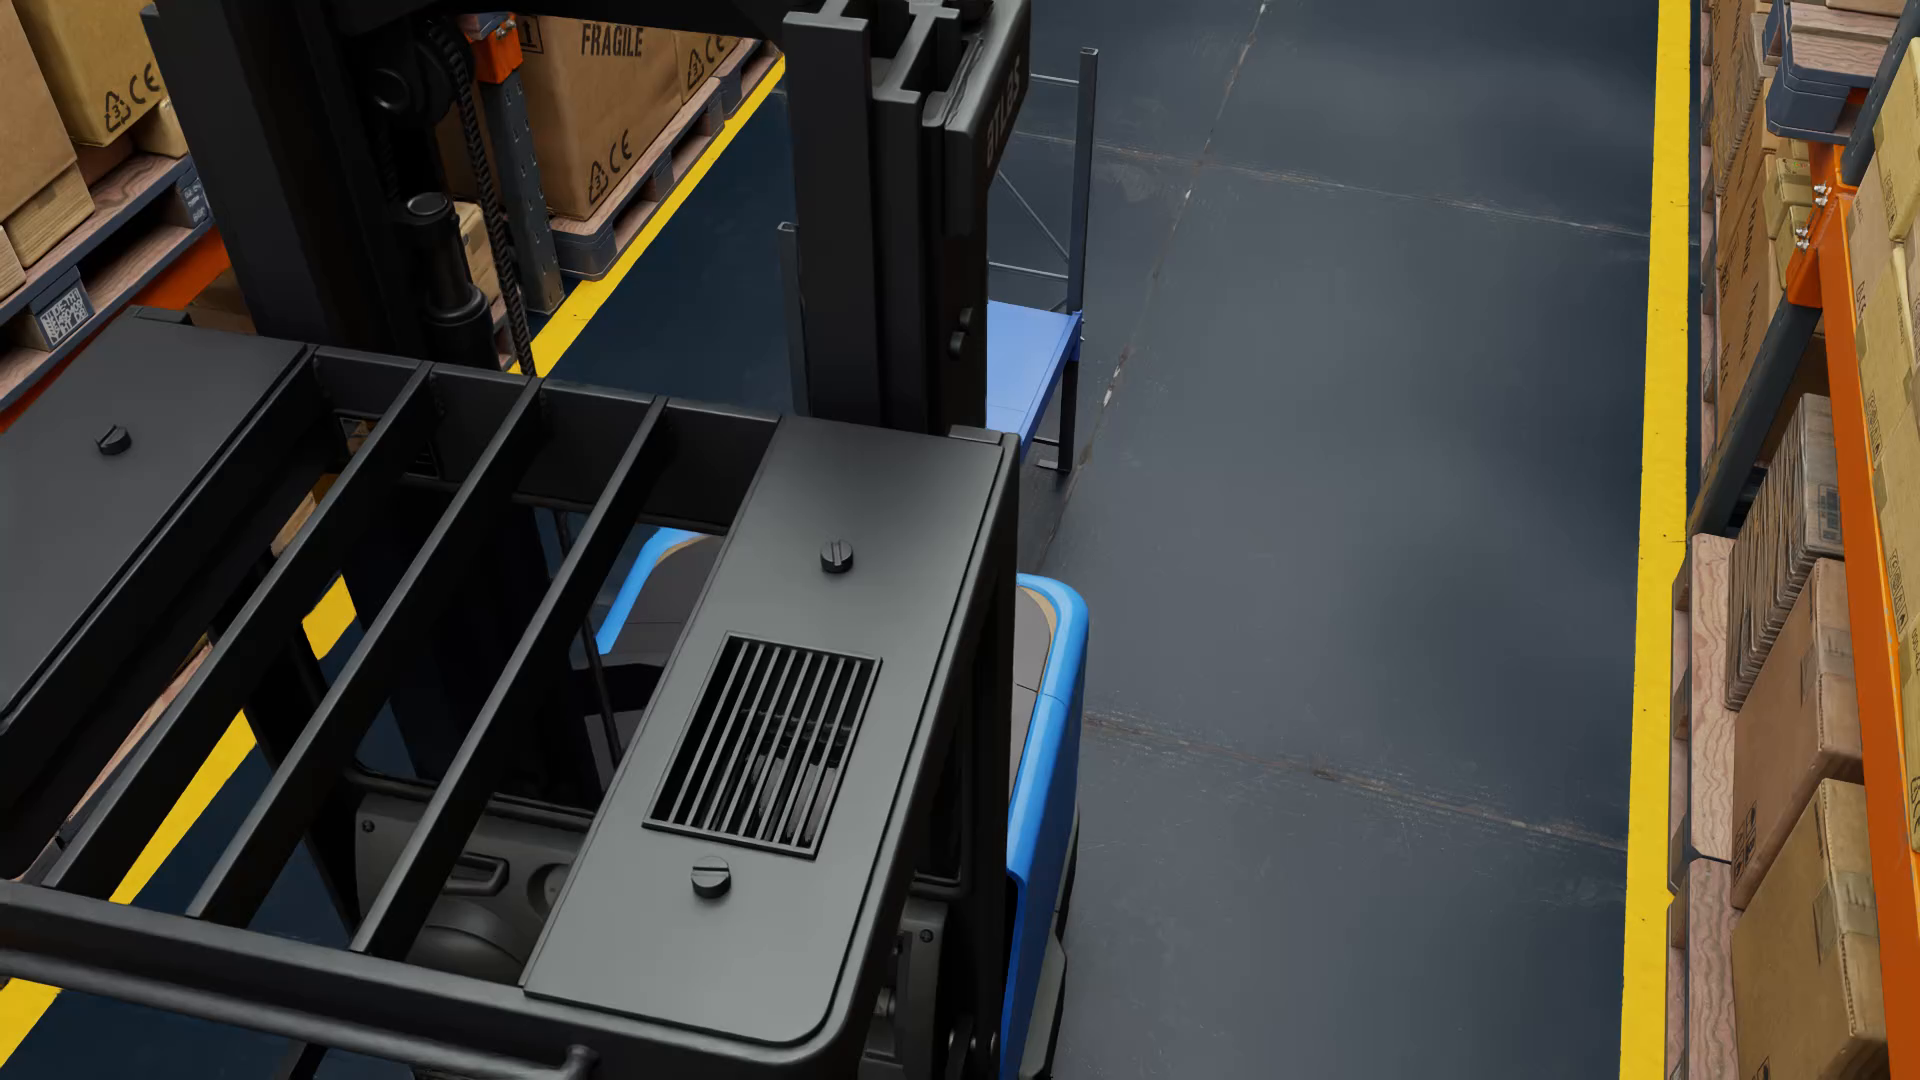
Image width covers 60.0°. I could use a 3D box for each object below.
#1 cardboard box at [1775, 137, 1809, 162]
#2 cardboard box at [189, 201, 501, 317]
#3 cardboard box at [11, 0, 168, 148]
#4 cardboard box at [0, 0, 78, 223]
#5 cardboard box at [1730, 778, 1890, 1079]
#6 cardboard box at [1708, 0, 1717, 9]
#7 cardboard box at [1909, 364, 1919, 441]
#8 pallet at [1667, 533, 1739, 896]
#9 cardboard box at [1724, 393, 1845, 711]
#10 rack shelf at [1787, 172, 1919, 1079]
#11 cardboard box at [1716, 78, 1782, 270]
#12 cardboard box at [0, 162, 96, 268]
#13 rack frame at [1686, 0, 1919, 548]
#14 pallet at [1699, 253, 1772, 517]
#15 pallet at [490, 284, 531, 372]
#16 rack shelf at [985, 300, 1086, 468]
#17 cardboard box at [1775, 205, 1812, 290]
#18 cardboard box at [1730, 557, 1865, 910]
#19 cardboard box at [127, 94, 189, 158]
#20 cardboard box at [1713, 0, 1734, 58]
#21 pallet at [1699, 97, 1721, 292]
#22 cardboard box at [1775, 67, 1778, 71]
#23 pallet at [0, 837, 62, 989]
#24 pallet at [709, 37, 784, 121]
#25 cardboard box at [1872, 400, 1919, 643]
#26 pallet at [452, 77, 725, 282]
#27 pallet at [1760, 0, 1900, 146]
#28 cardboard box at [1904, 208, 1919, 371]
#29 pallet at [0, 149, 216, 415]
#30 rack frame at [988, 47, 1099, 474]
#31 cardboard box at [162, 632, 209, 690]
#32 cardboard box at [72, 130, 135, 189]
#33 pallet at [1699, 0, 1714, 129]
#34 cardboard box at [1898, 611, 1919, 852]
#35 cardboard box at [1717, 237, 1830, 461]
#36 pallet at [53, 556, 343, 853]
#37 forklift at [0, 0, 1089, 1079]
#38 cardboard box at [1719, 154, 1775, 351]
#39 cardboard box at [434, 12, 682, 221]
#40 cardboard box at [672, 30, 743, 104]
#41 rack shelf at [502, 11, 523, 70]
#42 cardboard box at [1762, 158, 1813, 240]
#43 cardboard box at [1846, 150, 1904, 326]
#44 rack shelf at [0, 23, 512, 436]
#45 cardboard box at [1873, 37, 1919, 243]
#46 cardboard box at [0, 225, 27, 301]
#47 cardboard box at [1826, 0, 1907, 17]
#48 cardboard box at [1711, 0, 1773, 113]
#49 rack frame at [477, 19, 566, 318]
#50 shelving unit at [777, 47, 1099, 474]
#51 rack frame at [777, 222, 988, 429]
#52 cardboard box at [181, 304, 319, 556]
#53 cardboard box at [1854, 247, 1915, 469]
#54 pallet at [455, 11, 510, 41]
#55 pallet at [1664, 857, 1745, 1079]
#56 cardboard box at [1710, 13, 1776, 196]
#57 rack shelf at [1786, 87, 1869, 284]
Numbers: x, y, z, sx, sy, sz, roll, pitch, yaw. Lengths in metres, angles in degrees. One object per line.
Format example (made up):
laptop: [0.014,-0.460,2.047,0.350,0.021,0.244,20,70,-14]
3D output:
cardboard box: [2.859,-1.209,5.364,0.380,0.149,0.250,11,45,11]
cardboard box: [-2.136,-0.868,5.571,0.950,0.372,0.625,10,45,10]
cardboard box: [-2.126,-1.278,3.827,0.500,0.500,0.500,10,45,10]
cardboard box: [-2.292,-0.915,3.456,0.500,0.500,0.500,11,45,11]
cardboard box: [2.180,1.015,3.466,0.875,0.625,0.625,11,45,11]
cardboard box: [3.627,-2.631,7.281,0.500,0.500,0.500,14,46,14]
cardboard box: [2.081,-0.185,3.045,0.500,0.250,0.500,11,46,11]
pallet: [2.490,0.554,4.533,1.003,0.211,1.213,13,46,13]
cardboard box: [2.574,0.129,4.372,0.875,0.625,0.625,14,46,14]
rack shelf: [2.171,0.607,2.999,1.077,0.370,4.000,13,46,13]
cardboard box: [3.017,-1.248,5.867,0.500,0.500,0.500,14,46,14]
cardboard box: [-2.224,-0.774,3.776,0.380,0.149,0.250,11,45,11]
rack frame: [2.776,-0.983,4.110,1.000,3.000,0.127,13,46,13]
pallet: [3.038,-0.476,5.585,1.003,0.211,1.213,13,46,13]
pallet: [-2.194,-0.515,5.625,1.003,0.211,1.213,13,46,13]
rack shelf: [-0.026,-0.351,4.793,0.538,0.185,1.000,13,46,13]
cardboard box: [2.684,-0.854,5.002,0.380,0.149,0.250,10,45,11]
cardboard box: [2.384,0.566,3.925,0.875,0.625,0.625,14,46,14]
cardboard box: [-2.030,-1.100,4.109,0.380,0.149,0.250,13,46,13]
cardboard box: [3.475,-2.274,6.916,0.500,0.500,0.500,12,46,12]
pallet: [3.410,-1.286,6.414,1.003,0.211,1.213,13,46,13]
cardboard box: [3.113,-1.732,5.899,0.380,0.149,0.250,11,45,11]
pallet: [-2.933,1.112,3.963,1.003,0.211,1.213,13,46,13]
pallet: [-1.274,-2.355,7.506,1.003,0.211,1.213,13,46,13]
cardboard box: [2.103,-0.006,3.219,0.500,0.250,0.500,11,45,11]
pallet: [-1.645,-1.545,6.678,1.003,0.211,1.213,13,46,13]
pallet: [2.915,-1.381,4.654,1.213,0.211,1.003,13,46,13]
cardboard box: [2.256,-0.531,3.397,0.500,0.250,0.500,14,46,14]
pallet: [-2.516,-0.635,3.891,1.003,0.211,1.213,13,46,13]
rack frame: [0.128,-0.818,5.014,0.500,1.500,0.032,13,46,13]
cardboard box: [-2.587,0.130,4.551,0.950,0.372,0.625,14,46,14]
cardboard box: [-2.226,-0.959,3.965,0.380,0.149,0.250,13,46,13]
pallet: [3.777,-2.102,7.248,1.003,0.211,1.213,13,46,13]
cardboard box: [1.944,0.339,2.866,0.500,0.250,0.500,14,46,14]
cardboard box: [2.699,-0.567,5.172,0.500,0.500,0.500,14,46,14]
pallet: [-2.565,0.296,4.797,1.003,0.211,1.213,13,46,13]
forklift: [-0.528,0.744,2.394,1.130,2.935,3.031,9,45,9]
cardboard box: [2.861,-0.898,5.510,0.500,0.500,0.500,12,46,12]
cardboard box: [-1.667,-1.865,6.230,0.875,0.875,0.875,12,46,12]
cardboard box: [-1.393,-2.459,6.837,0.875,0.875,0.875,13,46,13]
rack shelf: [-1.350,-3.108,6.796,1.077,0.370,4.000,13,46,13]
cardboard box: [2.738,-1.043,5.194,0.380,0.149,0.250,10,45,10]
cardboard box: [2.409,-0.685,3.913,0.500,0.250,0.500,13,46,13]
rack shelf: [-2.561,-0.442,4.071,1.077,0.370,4.000,13,46,13]
cardboard box: [2.385,-0.869,3.743,0.500,0.250,0.500,12,46,12]
cardboard box: [-2.277,-0.590,3.588,0.380,0.149,0.250,14,46,14]
cardboard box: [2.609,-1.562,4.581,0.380,0.149,0.250,13,46,13]
cardboard box: [3.319,-1.942,6.577,0.500,0.500,0.500,11,45,11]
rack frame: [-1.956,-2.032,5.182,1.000,3.000,0.127,13,46,13]
shelving unit: [-0.026,-0.479,4.667,0.538,1.500,1.048,13,46,13]
rack frame: [-0.180,-0.140,4.321,0.500,1.500,0.032,13,46,13]
cardboard box: [-2.352,-0.375,5.067,0.950,0.372,0.625,12,46,12]
cardboard box: [2.252,-0.351,3.571,0.500,0.250,0.500,12,46,12]
pallet: [-2.070,-1.466,4.740,1.213,0.211,1.003,13,46,13]
pallet: [2.118,1.365,3.704,1.003,0.211,1.213,13,46,13]
cardboard box: [3.156,-1.598,6.225,0.500,0.500,0.500,11,45,11]
rack shelf: [3.382,-2.059,5.724,1.077,0.370,4.000,13,46,13]
